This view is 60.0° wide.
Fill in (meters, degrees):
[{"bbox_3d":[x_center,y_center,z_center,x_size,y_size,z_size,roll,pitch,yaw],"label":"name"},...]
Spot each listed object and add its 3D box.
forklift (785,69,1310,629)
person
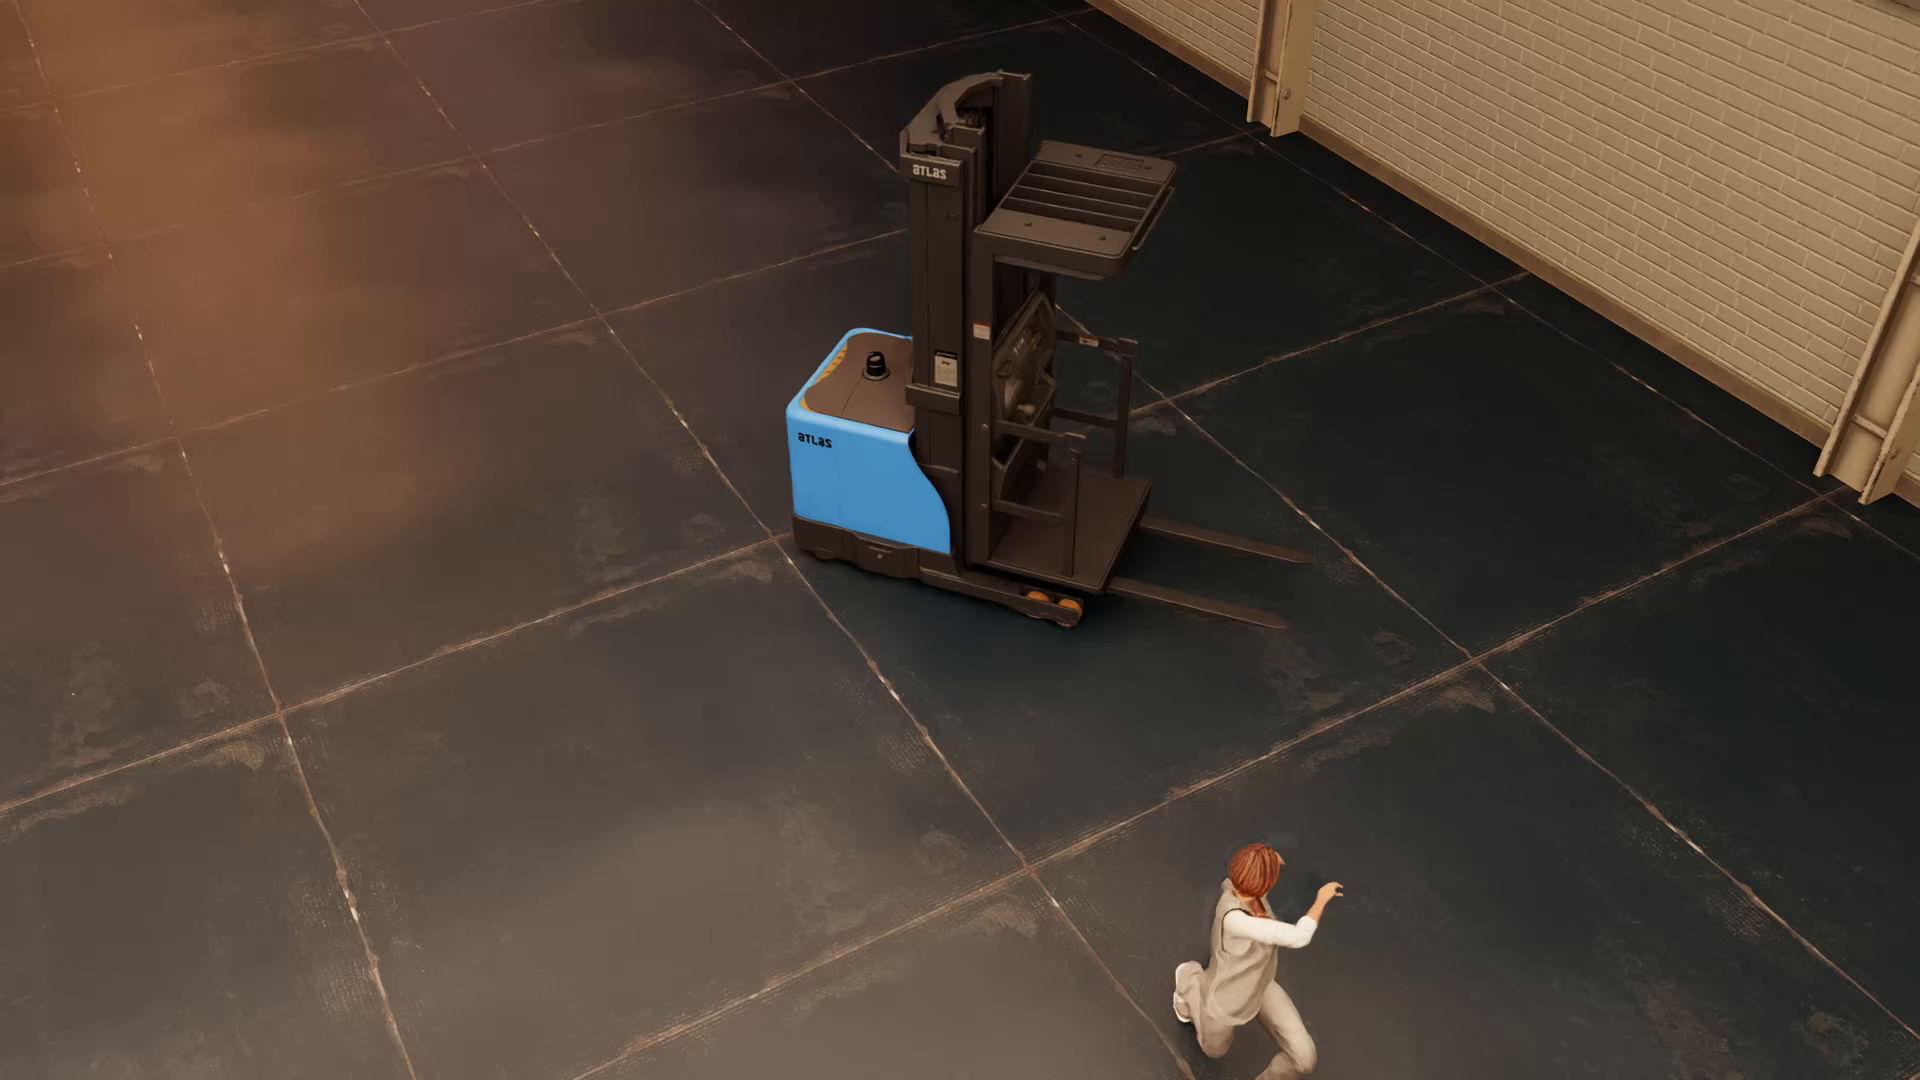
[{"bbox_3d":[0.546,-1.004,9.246,3.031,2.935,1.130,14,42,16],"label":"forklift"},{"bbox_3d":[1.350,1.776,7.155,0.780,1.325,0.887,-28,47,-30],"label":"person"}]
